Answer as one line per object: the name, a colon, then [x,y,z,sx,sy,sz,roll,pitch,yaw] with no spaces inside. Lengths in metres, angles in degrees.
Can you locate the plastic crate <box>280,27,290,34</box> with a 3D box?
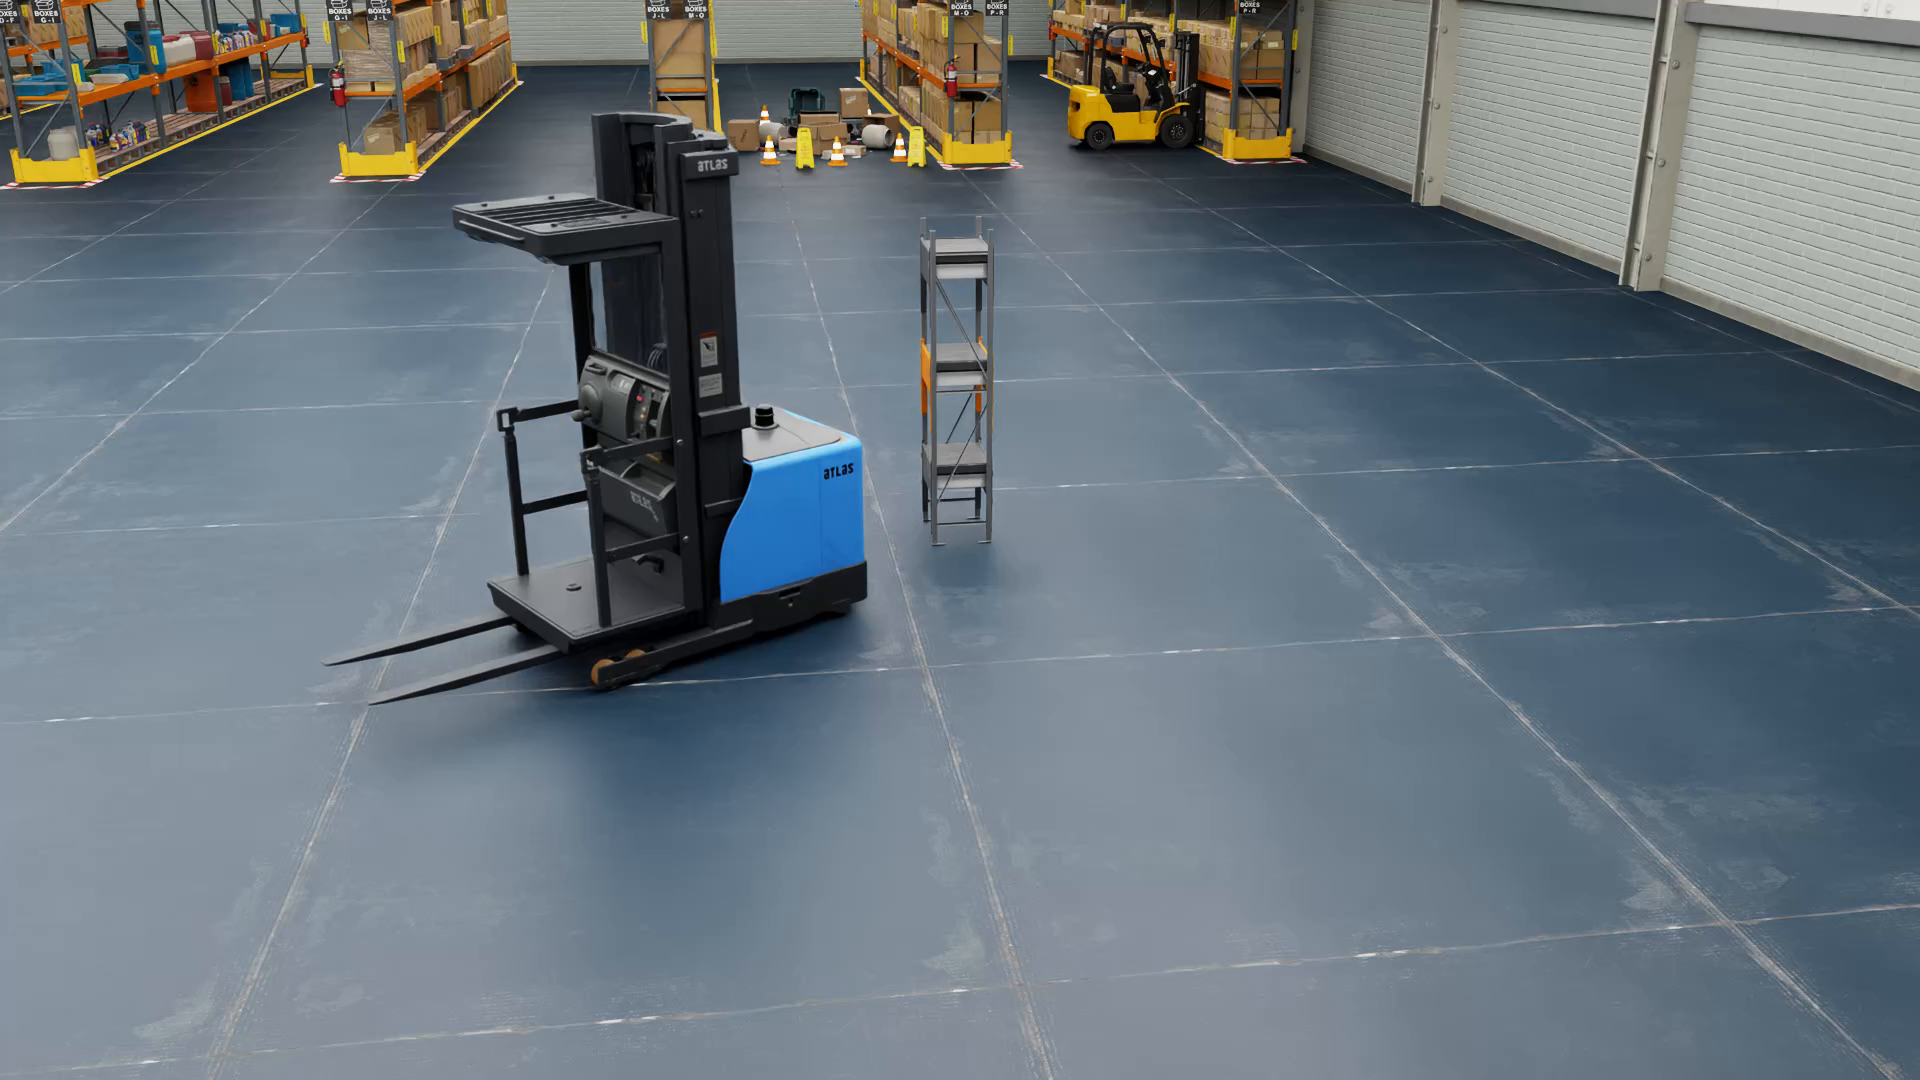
plastic crate: [-16.416,-12.319,40.204,0.396,0.136,0.243,-3,21,-8]

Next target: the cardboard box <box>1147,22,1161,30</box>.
cardboard box: [4.039,-10.521,34.028,0.380,0.149,0.250,-3,21,-9]

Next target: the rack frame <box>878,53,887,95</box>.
rack frame: [-1.428,-12.053,39.199,1.000,3.000,0.127,-3,21,-8]

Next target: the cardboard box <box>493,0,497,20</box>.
cardboard box: [-11.194,-12.503,39.121,0.500,0.500,0.500,-4,21,-9]

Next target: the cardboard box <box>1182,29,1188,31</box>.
cardboard box: [4.461,-9.672,31.755,0.380,0.149,0.250,-2,21,-6]

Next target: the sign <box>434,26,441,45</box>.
sign: [-9.546,-9.218,30.374,0.100,0.325,0.005,-3,21,-8]

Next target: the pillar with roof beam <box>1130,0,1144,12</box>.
pillar with roof beam: [0.015,-15.184,39.009,9.100,9.000,0.400,-3,21,-8]

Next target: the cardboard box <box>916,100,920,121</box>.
cardboard box: [-0.353,-8.430,32.655,0.950,0.372,0.625,-3,21,-7]

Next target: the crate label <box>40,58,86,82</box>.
crate label: [-14.939,-7.788,27.731,0.502,0.435,0.616,-3,21,-8]

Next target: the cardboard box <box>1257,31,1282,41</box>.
cardboard box: [5.376,-8.767,28.906,0.380,0.149,0.250,-3,21,-9]

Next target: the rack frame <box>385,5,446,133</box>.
rack frame: [-10.081,-8.783,30.445,1.000,3.000,0.127,-3,21,-8]

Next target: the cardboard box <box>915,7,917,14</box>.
cardboard box: [-0.677,-10.356,32.561,0.380,0.149,0.250,-4,21,-9]

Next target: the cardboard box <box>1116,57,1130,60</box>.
cardboard box: [3.908,-11.346,39.353,0.380,0.149,0.250,-3,21,-7]

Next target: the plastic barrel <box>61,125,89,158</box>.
plastic barrel: [-14.649,-6.577,27.494,0.421,0.512,0.421,0,20,0]

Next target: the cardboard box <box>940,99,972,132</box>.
cardboard box: [-0.072,-7.422,29.059,0.500,0.500,0.500,-3,21,-7]

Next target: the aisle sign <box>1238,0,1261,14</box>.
aisle sign: [4.932,-9.330,28.193,0.394,0.787,0.004,-3,21,-8]

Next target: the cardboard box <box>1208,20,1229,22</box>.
cardboard box: [4.981,-9.929,32.018,0.380,0.149,0.250,-3,21,-8]

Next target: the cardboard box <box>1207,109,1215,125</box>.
cardboard box: [4.772,-7.619,29.944,0.500,0.250,0.500,-3,21,-8]

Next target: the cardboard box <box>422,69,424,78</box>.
cardboard box: [-9.628,-8.170,29.164,0.380,0.149,0.250,-3,21,-8]

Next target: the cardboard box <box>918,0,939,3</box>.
cardboard box: [-0.681,-11.366,35.789,0.500,0.500,0.500,-4,21,-10]

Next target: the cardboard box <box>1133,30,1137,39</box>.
cardboard box: [3.953,-10.744,35.195,0.500,0.250,0.500,-2,21,-6]

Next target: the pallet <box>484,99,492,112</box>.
pallet: [-10.870,-9.560,36.510,1.003,0.211,1.213,-3,21,-8]

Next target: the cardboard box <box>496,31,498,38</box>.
cardboard box: [-11.101,-11.916,39.192,0.380,0.149,0.250,-3,21,-9]

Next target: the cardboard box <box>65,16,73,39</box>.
cardboard box: [-21.136,-11.992,38.895,0.500,0.500,0.500,-3,21,-7]

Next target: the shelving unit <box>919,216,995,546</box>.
shelving unit: [-0.024,-1.041,11.002,0.431,2.100,0.503,-3,21,-8]

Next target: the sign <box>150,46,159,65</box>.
sign: [-14.437,-8.687,29.791,0.100,0.325,0.005,-3,21,-8]

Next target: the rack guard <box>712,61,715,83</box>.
rack guard: [-6.878,-11.956,42.512,1.175,0.500,0.348,-3,21,-8]

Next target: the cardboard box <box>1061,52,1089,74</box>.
cardboard box: [2.986,-12.200,42.567,0.700,0.500,0.500,-2,21,-6]

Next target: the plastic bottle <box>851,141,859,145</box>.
plastic bottle: [-1.945,-7.365,30.847,0.133,0.061,0.283,1,20,2]

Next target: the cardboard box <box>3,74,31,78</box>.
cardboard box: [-20.683,-9.933,36.468,0.500,0.500,0.500,-3,21,-8]

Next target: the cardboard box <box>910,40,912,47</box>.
cardboard box: [-0.804,-10.063,33.630,0.380,0.149,0.250,-2,21,-6]

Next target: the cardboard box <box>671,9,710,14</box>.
cardboard box: [-4.945,-9.260,29.965,0.875,0.550,0.550,-3,21,-8]

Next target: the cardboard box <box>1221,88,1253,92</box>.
cardboard box: [5.127,-8.227,30.856,0.500,0.250,0.500,-3,21,-9]

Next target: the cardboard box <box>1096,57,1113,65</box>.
cardboard box: [3.436,-11.316,39.272,0.380,0.149,0.250,-4,21,-11]

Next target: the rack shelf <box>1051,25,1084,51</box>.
rack shelf: [3.195,-12.660,41.853,1.077,0.370,4.000,-3,21,-8]

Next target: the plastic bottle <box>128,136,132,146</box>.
plastic bottle: [-14.467,-6.946,28.896,0.097,0.201,0.097,0,20,0]

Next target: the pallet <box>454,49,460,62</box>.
pallet: [-10.332,-9.395,32.357,1.003,0.211,1.213,-3,21,-8]

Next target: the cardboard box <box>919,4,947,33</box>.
cardboard box: [-0.374,-9.596,30.625,0.700,0.500,0.500,-3,21,-7]

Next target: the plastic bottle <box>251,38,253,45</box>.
plastic bottle: [-15.715,-11.051,36.801,0.097,0.201,0.097,0,20,0]

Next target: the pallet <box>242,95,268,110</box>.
pallet: [-16.066,-9.727,36.959,1.003,0.211,1.213,-3,21,-8]

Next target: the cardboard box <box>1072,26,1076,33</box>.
cardboard box: [2.991,-12.641,41.134,0.380,0.149,0.250,-3,21,-9]

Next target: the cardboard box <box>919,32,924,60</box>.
cardboard box: [-0.487,-9.303,31.268,0.500,0.500,0.500,-3,21,-8]

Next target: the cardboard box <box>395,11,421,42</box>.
cardboard box: [-9.531,-8.776,28.429,0.500,0.500,0.500,-3,21,-8]

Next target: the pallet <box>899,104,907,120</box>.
pallet: [-0.740,-9.091,35.254,1.003,0.211,1.213,-3,21,-8]

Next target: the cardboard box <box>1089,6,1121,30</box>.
cardboard box: [3.406,-12.190,38.823,0.700,0.500,0.500,-3,21,-7]

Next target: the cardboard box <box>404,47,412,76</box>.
cardboard box: [-9.777,-8.118,28.097,0.875,0.500,0.500,-3,21,-8]

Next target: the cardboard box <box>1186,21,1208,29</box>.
cardboard box: [4.533,-9.814,31.710,0.380,0.149,0.250,-3,21,-7]

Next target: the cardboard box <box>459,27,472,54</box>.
cardboard box: [-10.459,-10.397,34.622,0.500,0.500,0.500,-2,21,-6]

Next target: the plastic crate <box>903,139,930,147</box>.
plastic crate: [-0.860,-7.330,30.728,0.402,0.080,0.583,-11,23,-26]

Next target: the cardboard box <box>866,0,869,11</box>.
cardboard box: [-2.054,-13.416,41.277,0.500,0.500,0.500,-3,21,-8]

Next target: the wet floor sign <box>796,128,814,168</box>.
wet floor sign: [-2.619,-6.600,27.965,0.267,0.644,0.232,-7,21,-17]

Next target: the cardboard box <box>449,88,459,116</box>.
cardboard box: [-10.449,-8.781,33.382,0.700,0.500,0.500,-5,21,-12]

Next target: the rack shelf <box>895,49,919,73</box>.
rack shelf: [-0.563,-9.638,33.763,1.077,0.370,4.000,-3,21,-8]

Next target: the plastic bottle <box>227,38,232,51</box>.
plastic bottle: [-15.458,-10.465,35.133,0.097,0.271,0.097,0,20,0]

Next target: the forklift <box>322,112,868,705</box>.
forklift: [-2.018,-0.765,9.075,3.031,2.935,1.130,-16,26,-37]

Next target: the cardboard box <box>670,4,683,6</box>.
cardboard box: [-5.606,-10.567,33.650,0.700,0.500,0.500,-3,21,-9]
